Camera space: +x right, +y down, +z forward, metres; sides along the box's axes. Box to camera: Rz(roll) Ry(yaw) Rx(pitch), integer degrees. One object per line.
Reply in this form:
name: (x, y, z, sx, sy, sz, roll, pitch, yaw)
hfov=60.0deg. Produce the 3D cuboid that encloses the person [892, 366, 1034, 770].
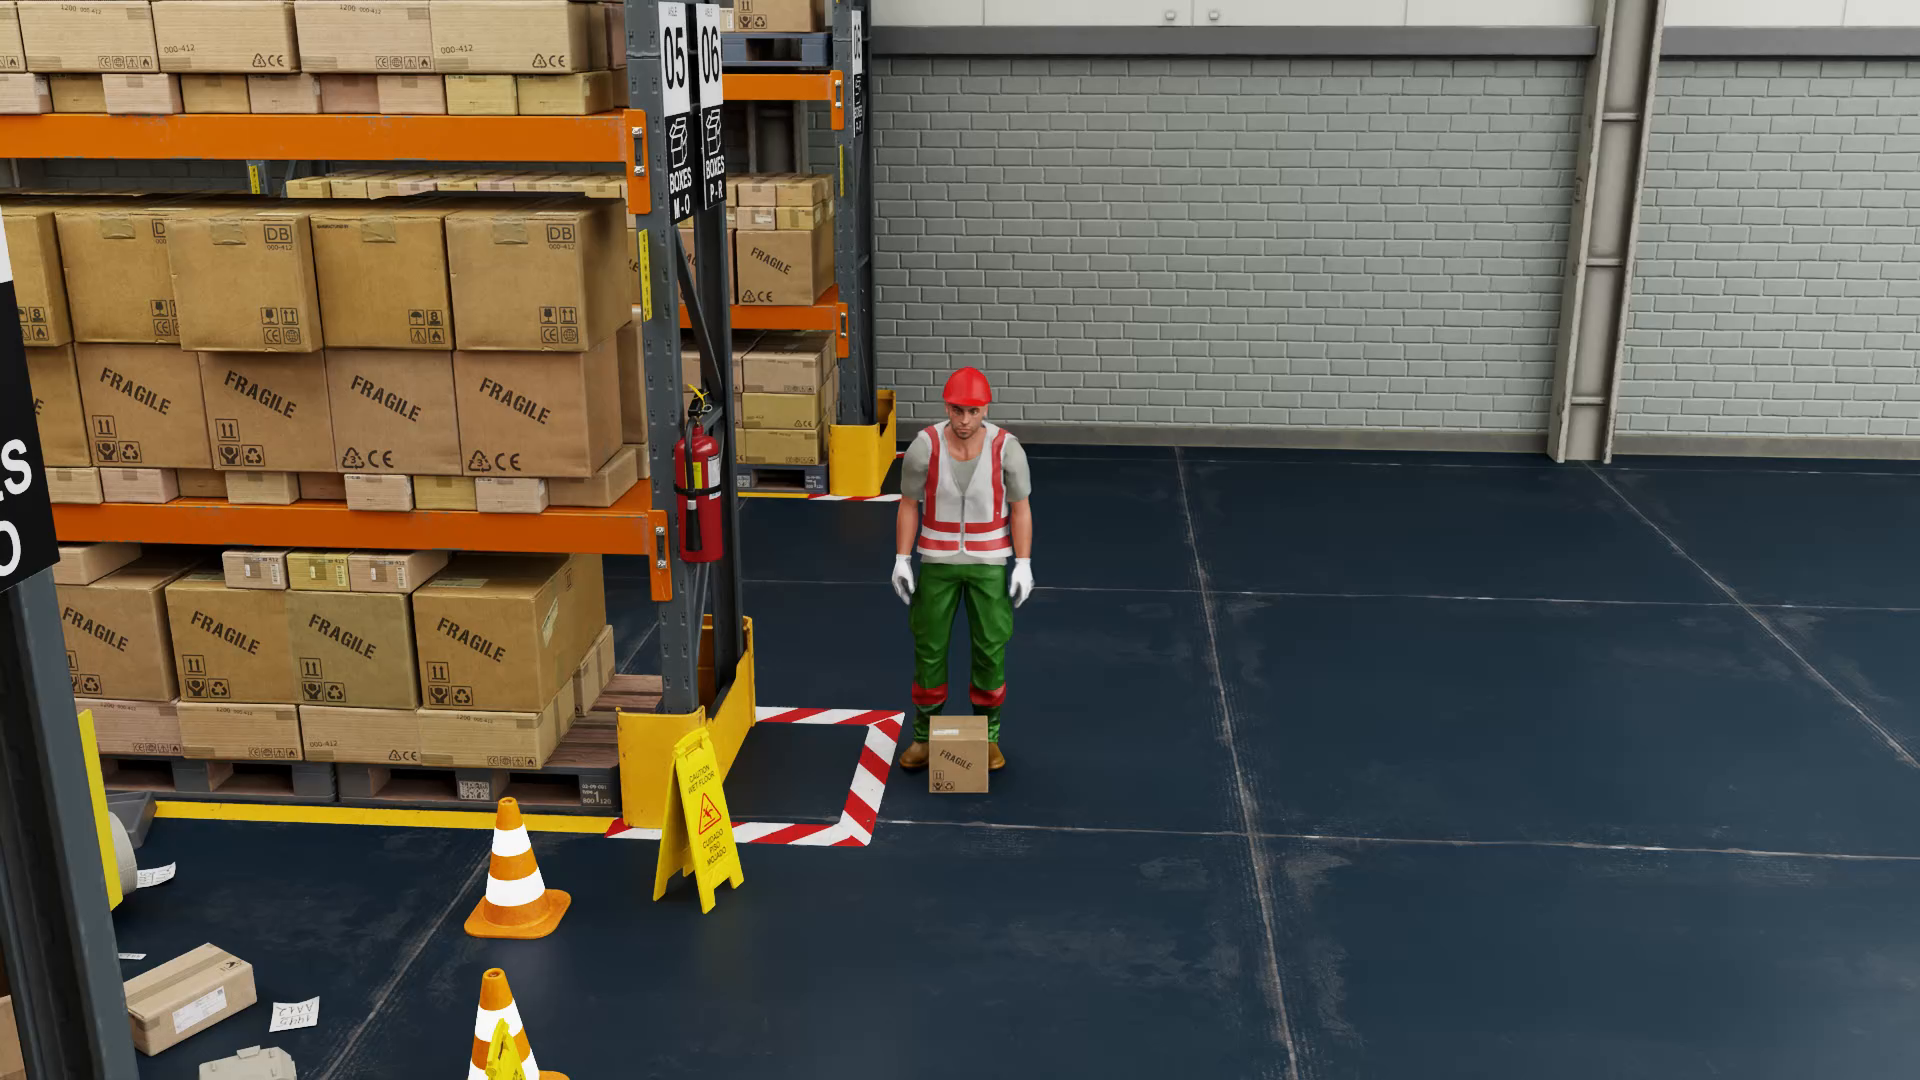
person: (0.012, 0.124, 7.126, 0.610, 1.779, 0.454, 1, 17, 4)
